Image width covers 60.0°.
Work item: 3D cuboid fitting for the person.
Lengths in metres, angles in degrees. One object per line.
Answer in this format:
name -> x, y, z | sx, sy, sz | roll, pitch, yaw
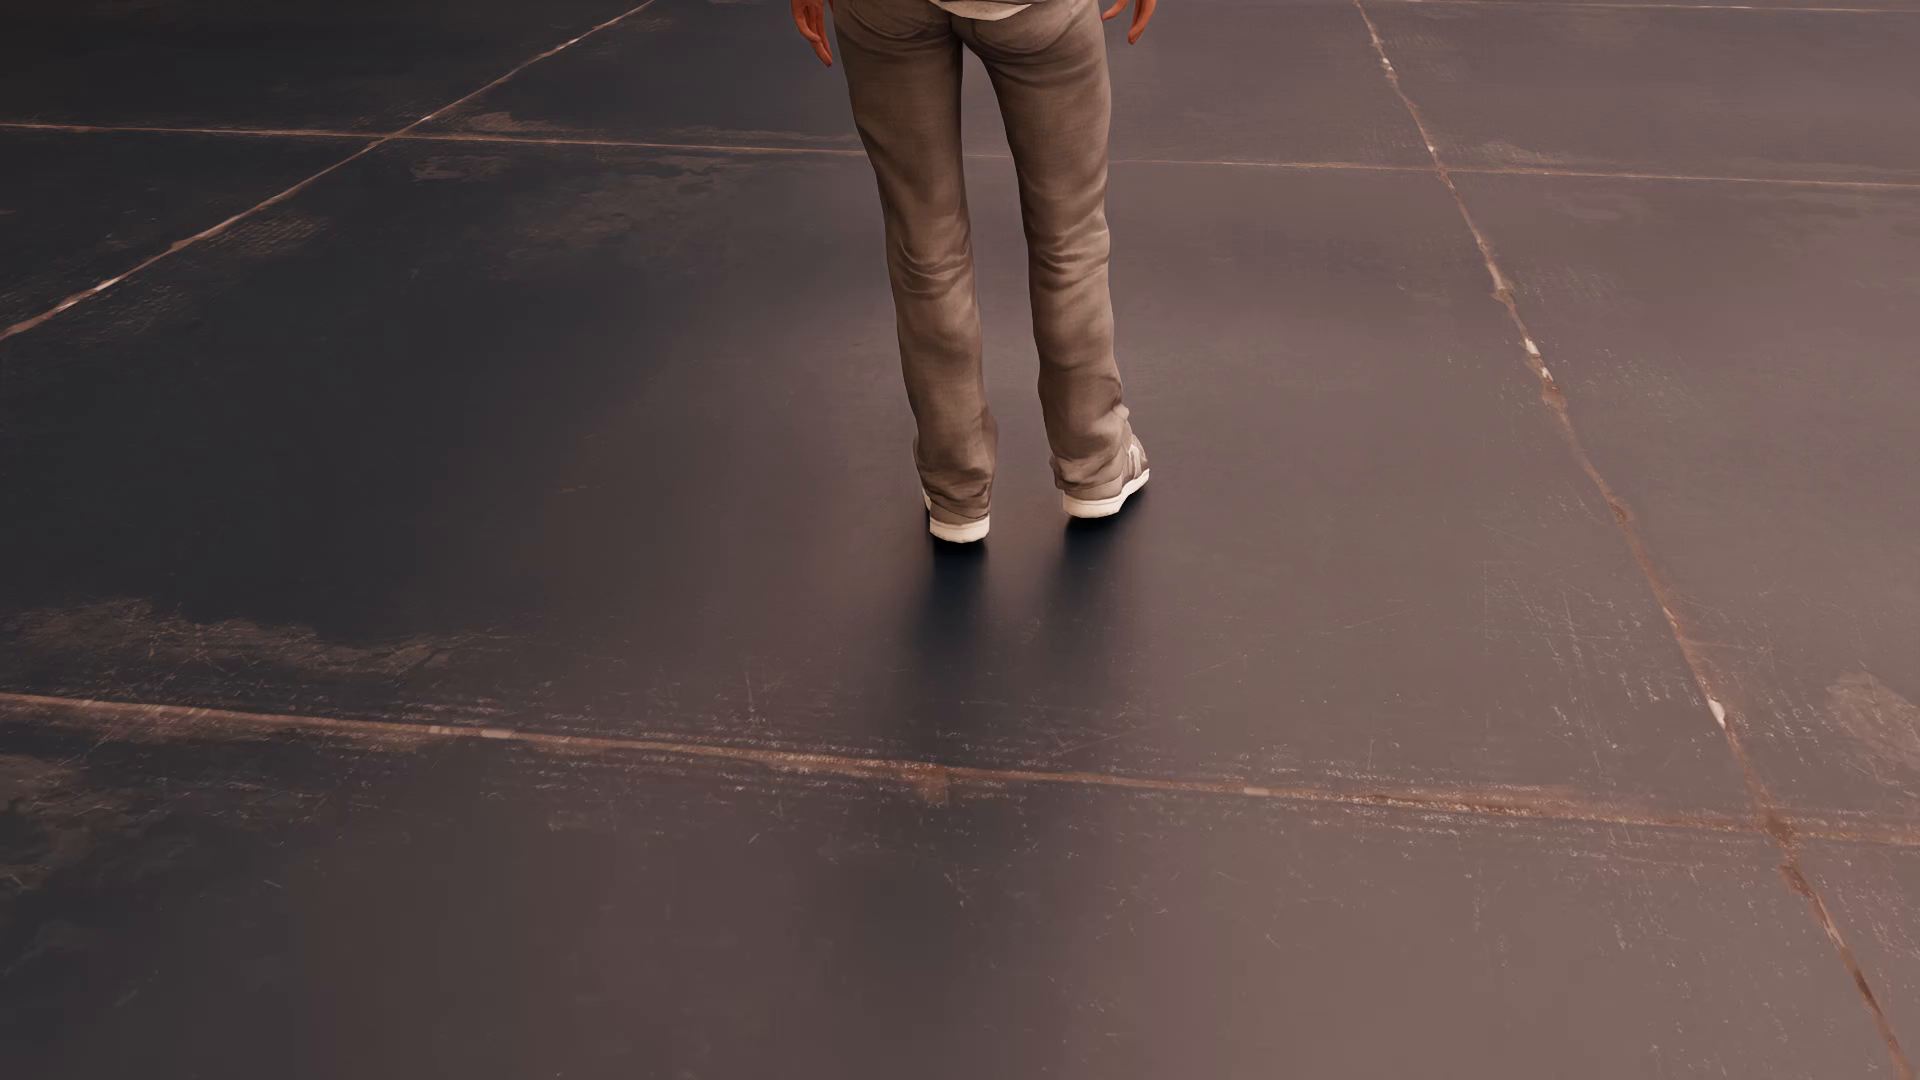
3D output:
person -> 0.024, -0.753, 2.204 | 0.520, 1.597, 0.475 | 3, 27, 7
